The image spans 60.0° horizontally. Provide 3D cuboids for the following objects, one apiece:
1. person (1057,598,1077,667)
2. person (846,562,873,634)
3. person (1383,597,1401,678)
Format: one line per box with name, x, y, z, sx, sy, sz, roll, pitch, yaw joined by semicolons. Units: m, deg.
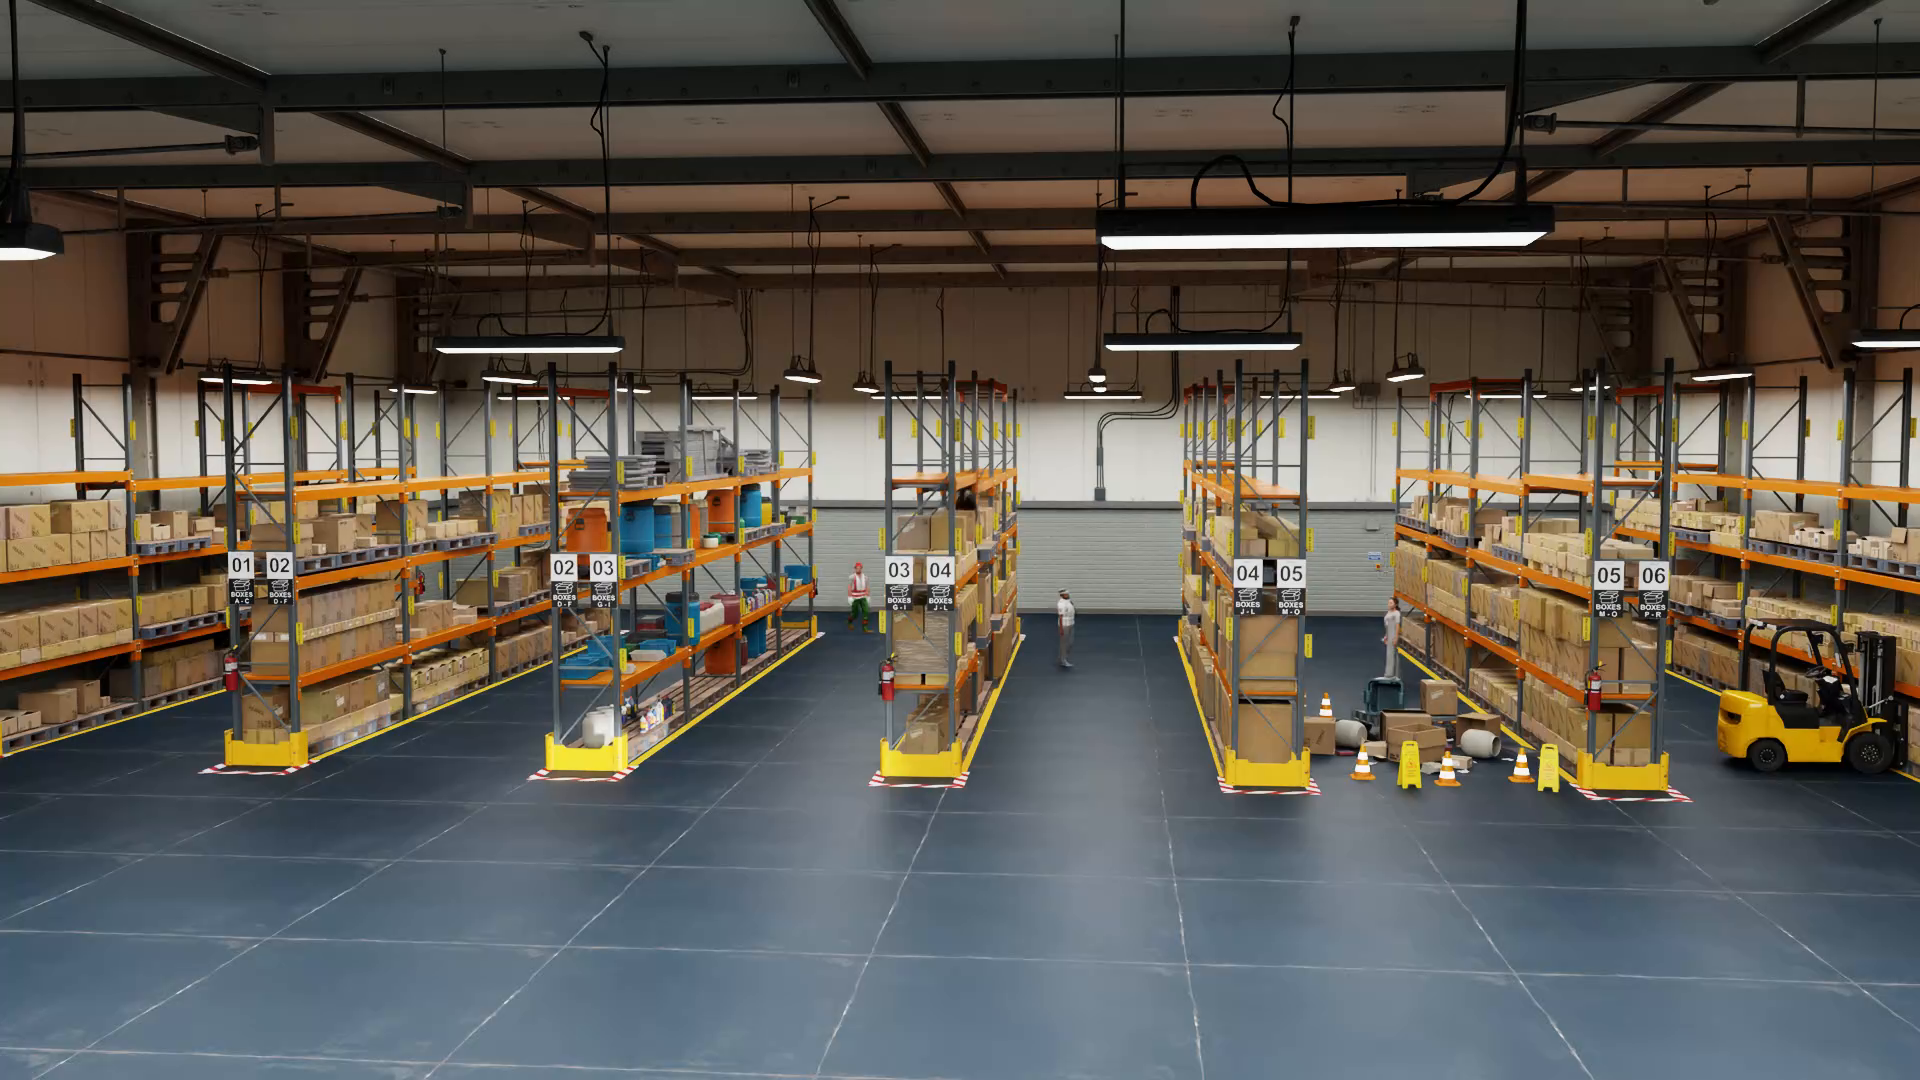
person;2.234;1.952;35.404;0.444;1.460;0.474;3;5;34
person;-2.530;1.427;40.938;0.567;1.769;0.757;-3;5;-42
person;8.663;1.951;33.324;0.334;1.601;0.494;1;4;10
